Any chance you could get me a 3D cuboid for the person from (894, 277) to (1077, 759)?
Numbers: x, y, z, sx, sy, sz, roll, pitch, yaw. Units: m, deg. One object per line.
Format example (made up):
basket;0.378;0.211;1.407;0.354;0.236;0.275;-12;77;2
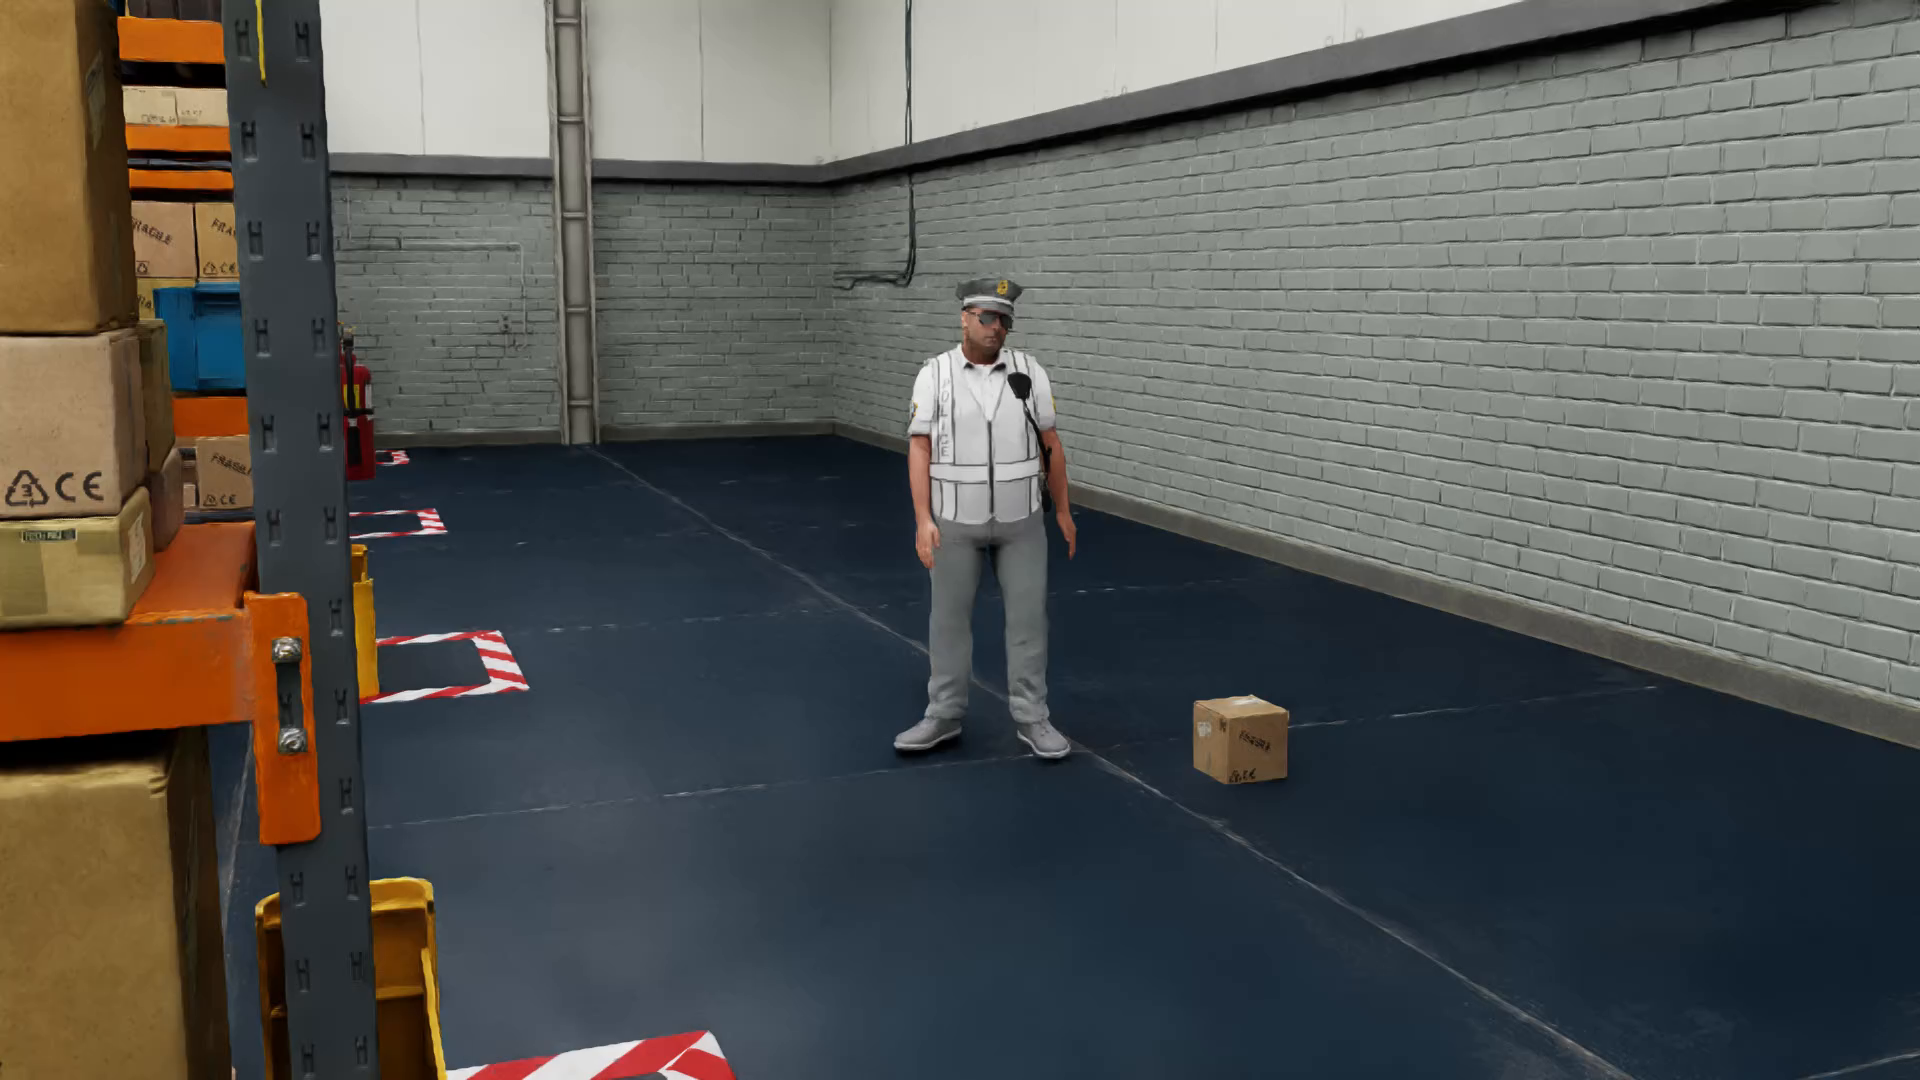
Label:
person;0.095;-0.082;6.183;0.690;1.770;0.398;-1;9;-4
